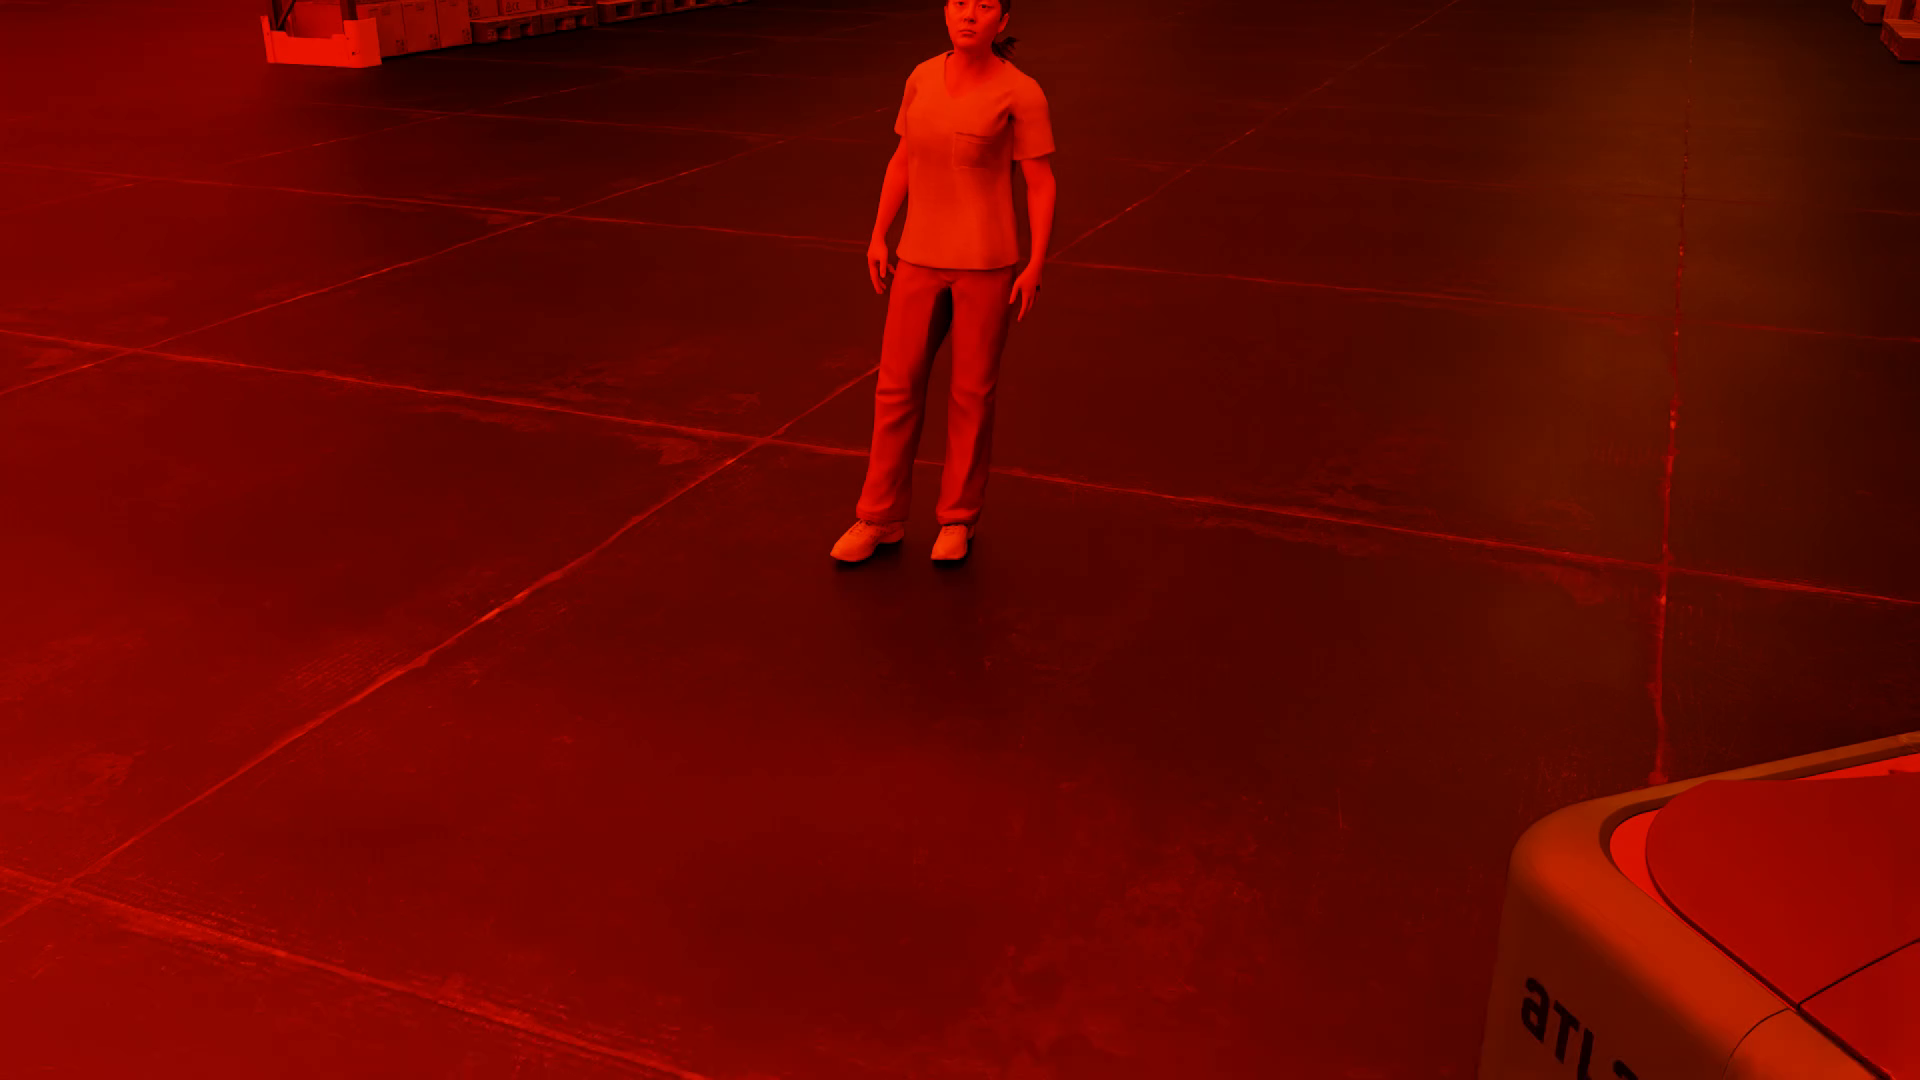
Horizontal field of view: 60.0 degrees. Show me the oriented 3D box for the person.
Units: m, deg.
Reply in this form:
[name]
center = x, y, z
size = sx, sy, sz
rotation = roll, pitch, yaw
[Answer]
[person]
center = -0.039, -0.755, 4.708
size = 0.554, 1.673, 0.548
rotation = 9, 24, 21
